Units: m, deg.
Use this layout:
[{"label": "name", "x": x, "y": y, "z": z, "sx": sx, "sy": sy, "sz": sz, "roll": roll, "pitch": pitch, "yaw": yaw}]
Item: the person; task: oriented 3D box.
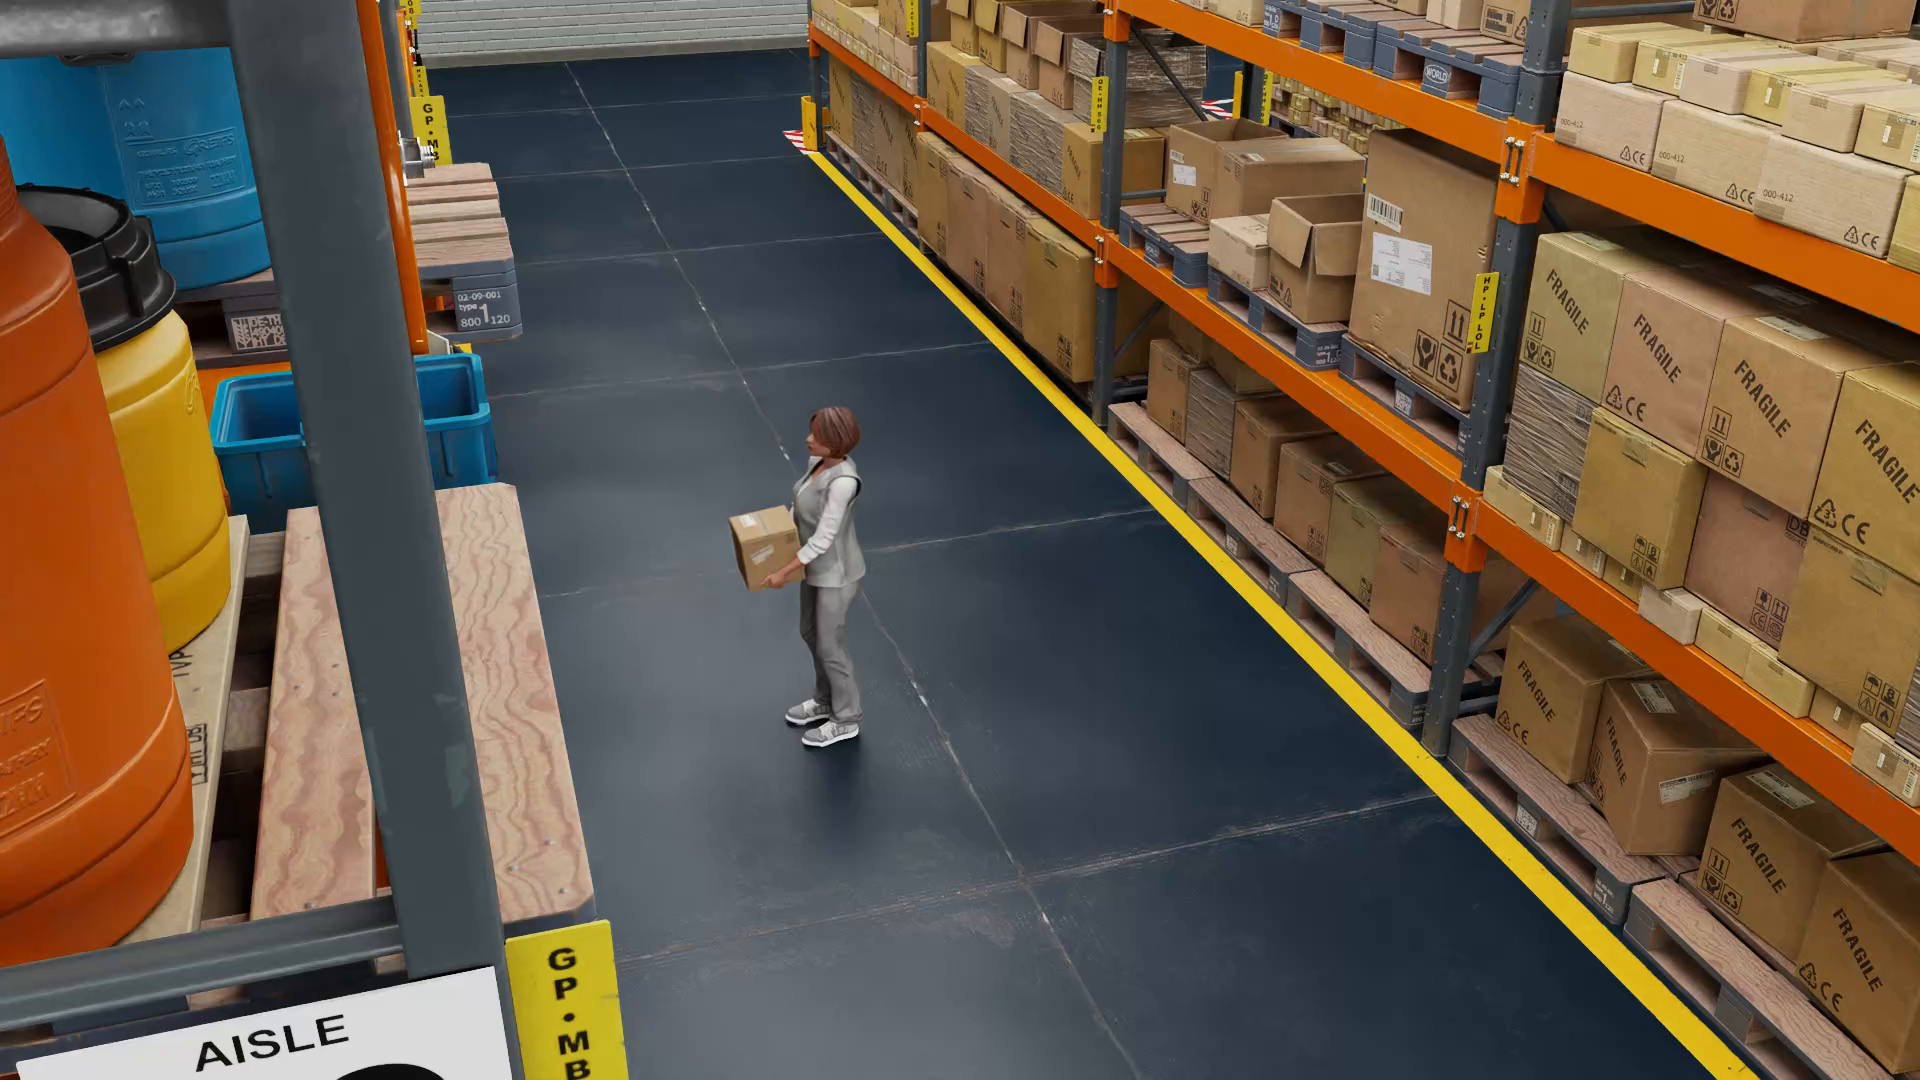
[{"label": "person", "x": -0.660, "y": 0.165, "z": 7.299, "sx": 0.488, "sy": 1.593, "sz": 0.412, "roll": -8, "pitch": 28, "yaw": -16}]
